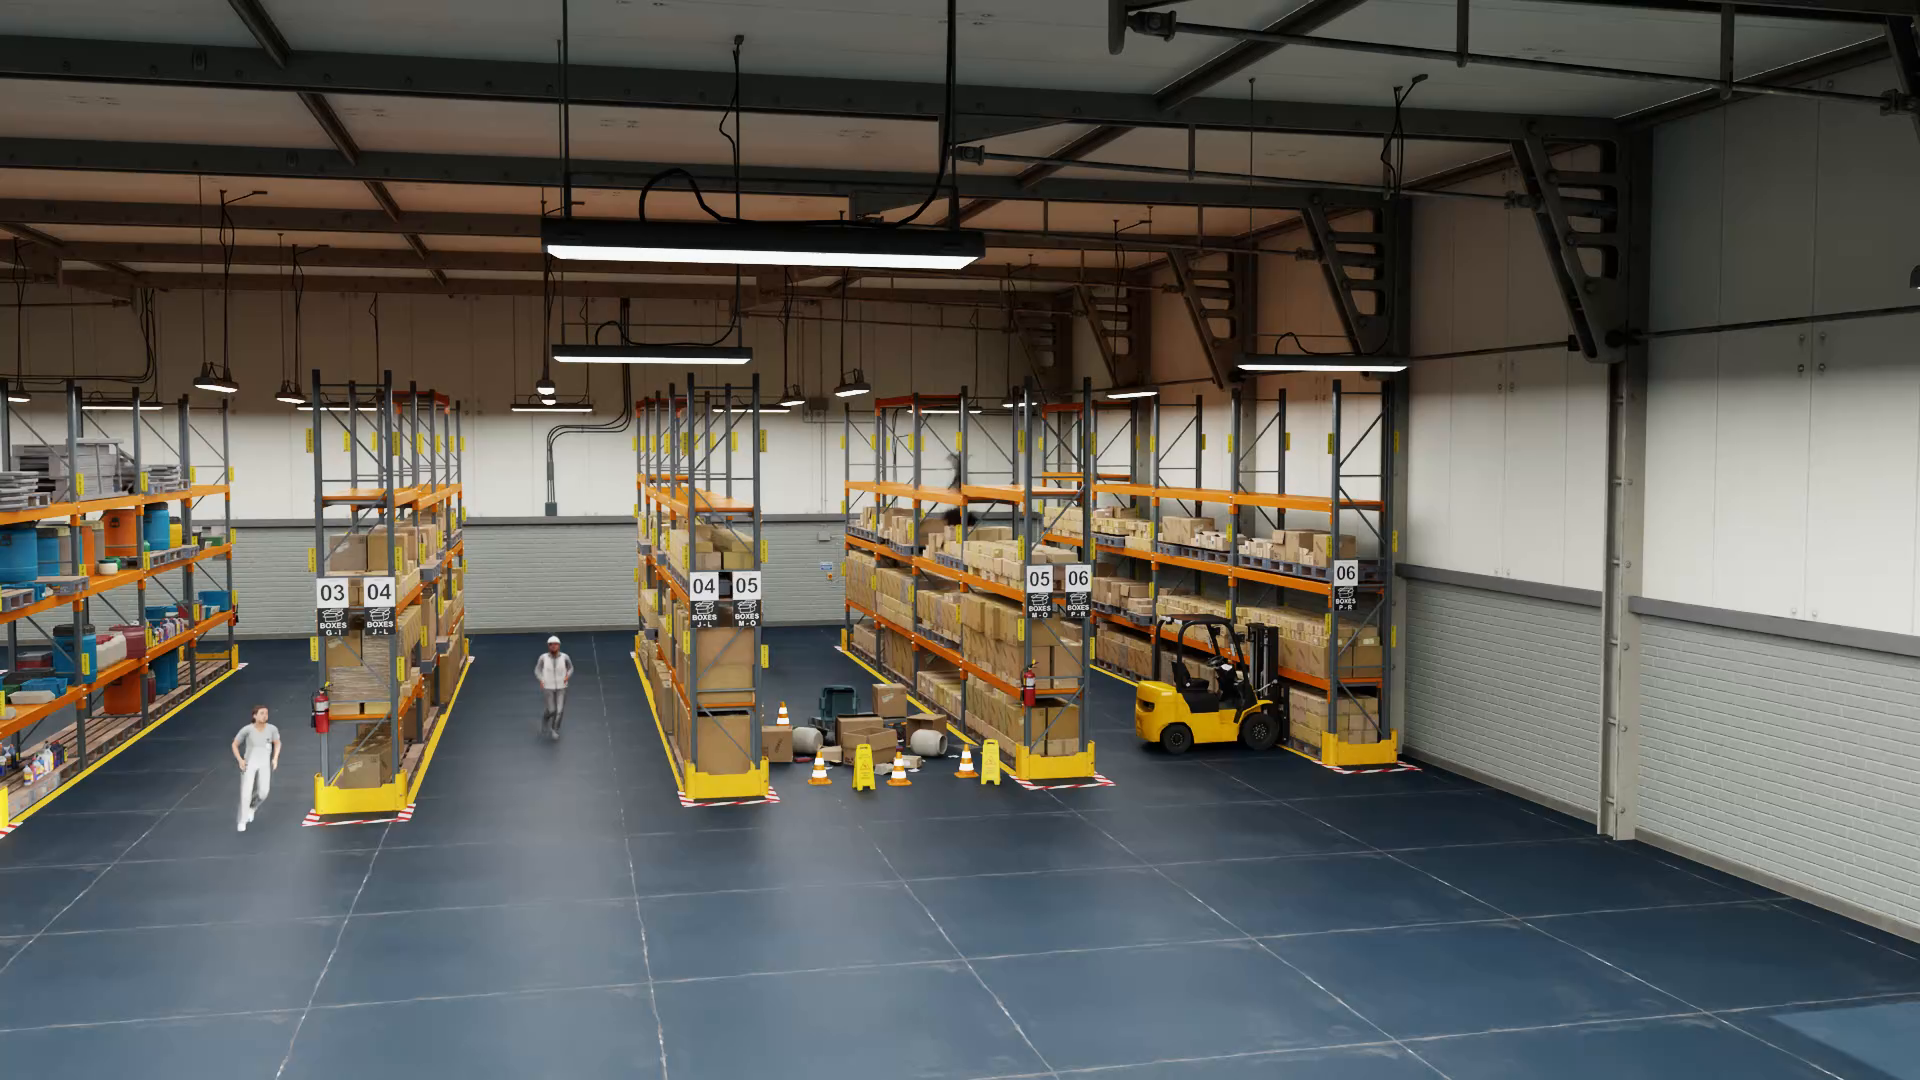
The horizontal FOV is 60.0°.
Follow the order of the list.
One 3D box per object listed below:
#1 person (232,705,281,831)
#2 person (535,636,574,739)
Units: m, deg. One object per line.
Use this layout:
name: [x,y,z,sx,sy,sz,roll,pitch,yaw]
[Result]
person: [-9.143,2.951,21.663,0.618,1.613,0.525,-2,4,-33]
person: [-6.875,2.508,28.255,0.652,1.741,0.607,-1,4,-20]
